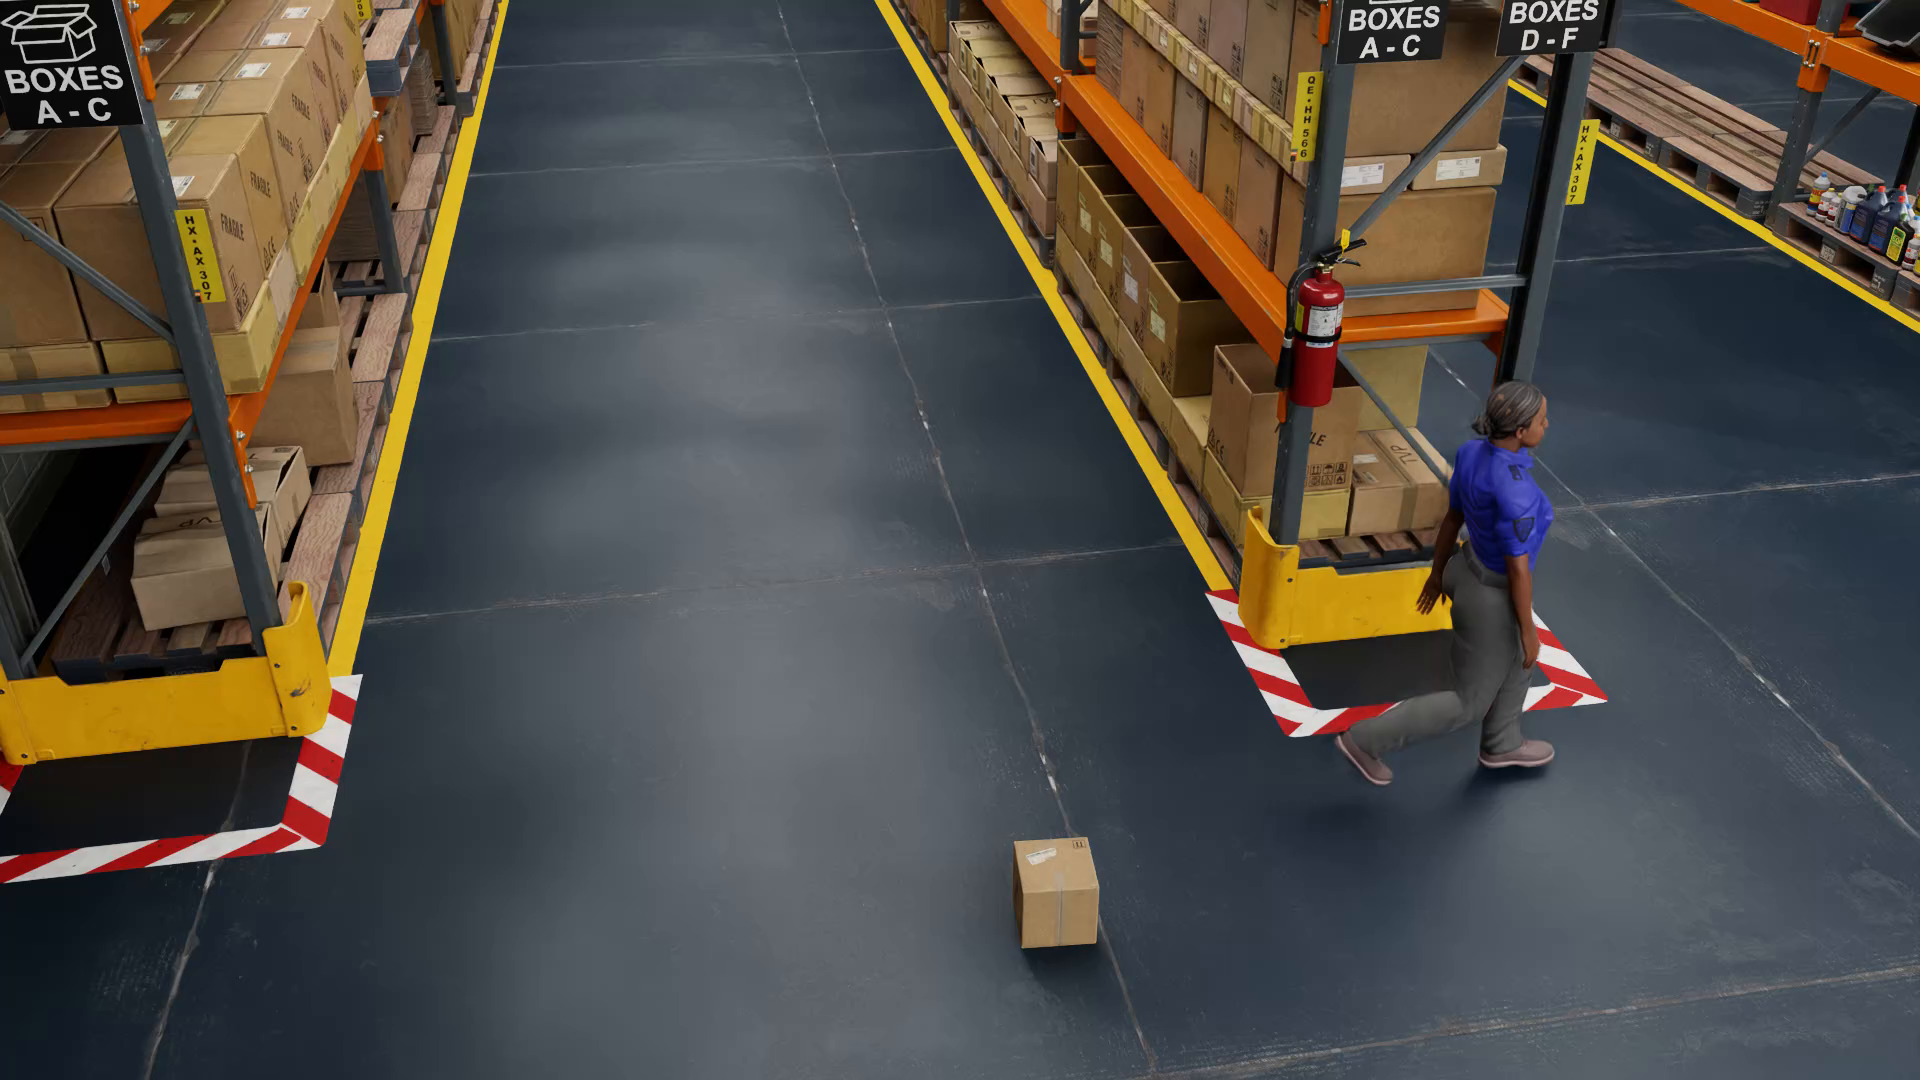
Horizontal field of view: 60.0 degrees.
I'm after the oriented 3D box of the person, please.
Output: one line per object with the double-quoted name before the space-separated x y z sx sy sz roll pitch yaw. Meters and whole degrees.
"person" 1.799 0.193 5.796 0.906 1.608 0.471 -1 31 -2
